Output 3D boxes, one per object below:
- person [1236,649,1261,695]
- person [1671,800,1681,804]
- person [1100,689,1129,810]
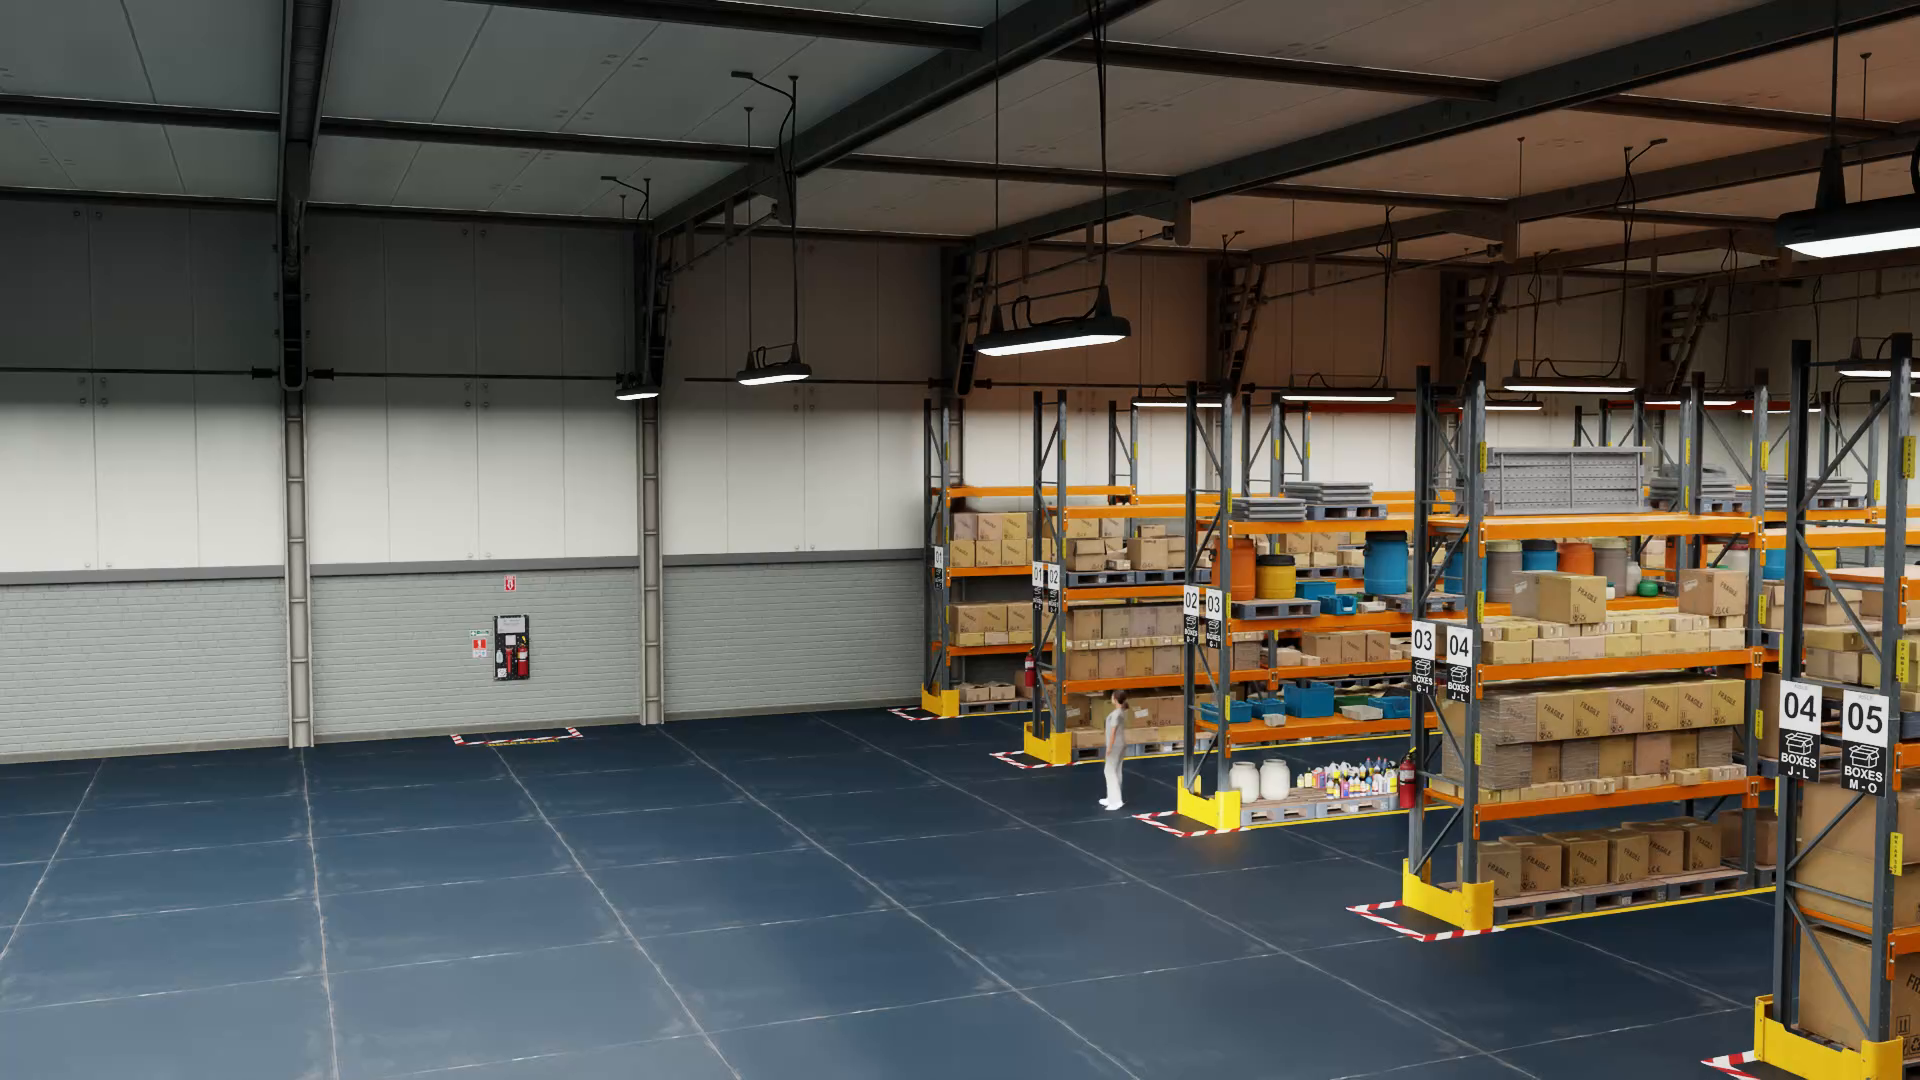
[{"bbox_3d":[5.329,2.536,30.706,0.940,1.722,0.570,-1,4,-21],"label":"person"},{"bbox_3d":[10.499,2.927,23.882,0.950,1.643,0.587,-2,4,-28],"label":"person"},{"bbox_3d":[2.188,2.967,23.573,0.434,1.722,0.503,1,3,14],"label":"person"}]
